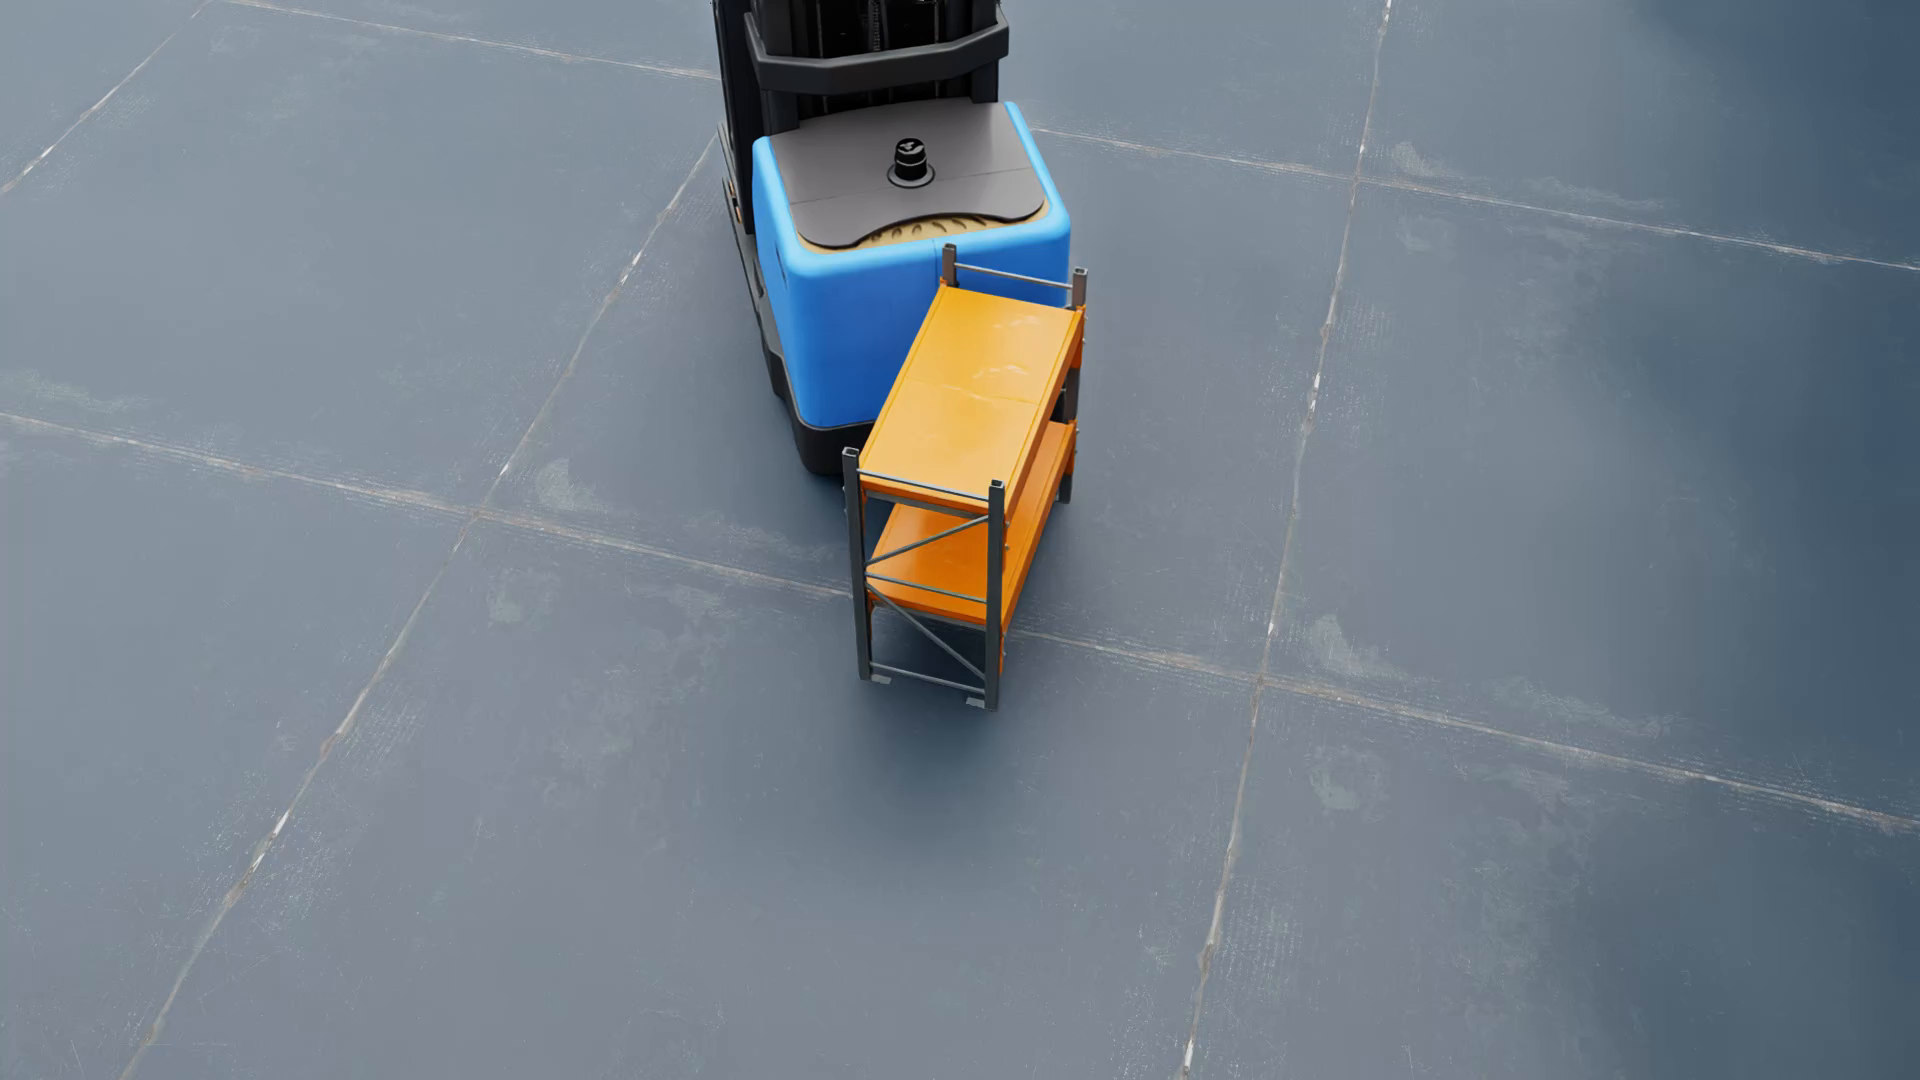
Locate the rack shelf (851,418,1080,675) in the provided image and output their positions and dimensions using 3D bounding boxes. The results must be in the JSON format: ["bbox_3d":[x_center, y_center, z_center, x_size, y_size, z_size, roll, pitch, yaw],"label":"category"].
[{"bbox_3d":[0.037,-0.047,5.867,0.538,0.278,1.000,13,50,11],"label":"rack shelf"}]

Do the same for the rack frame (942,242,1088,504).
[{"bbox_3d":[0.183,-0.574,6.006,0.500,1.125,0.032,13,50,11],"label":"rack frame"}]

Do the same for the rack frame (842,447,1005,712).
[{"bbox_3d":[-0.110,0.156,5.362,0.500,1.125,0.032,13,50,11],"label":"rack frame"}]

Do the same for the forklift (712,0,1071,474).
[{"bbox_3d":[-0.445,-2.353,6.372,1.130,2.935,3.031,-11,49,-9],"label":"forklift"}]

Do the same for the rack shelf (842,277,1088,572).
[{"bbox_3d":[0.036,-0.403,5.465,0.538,0.278,1.000,13,50,11],"label":"rack shelf"}]

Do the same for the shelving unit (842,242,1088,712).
[{"bbox_3d":[0.036,-0.209,5.684,0.538,1.125,1.048,13,50,11],"label":"shelving unit"}]
